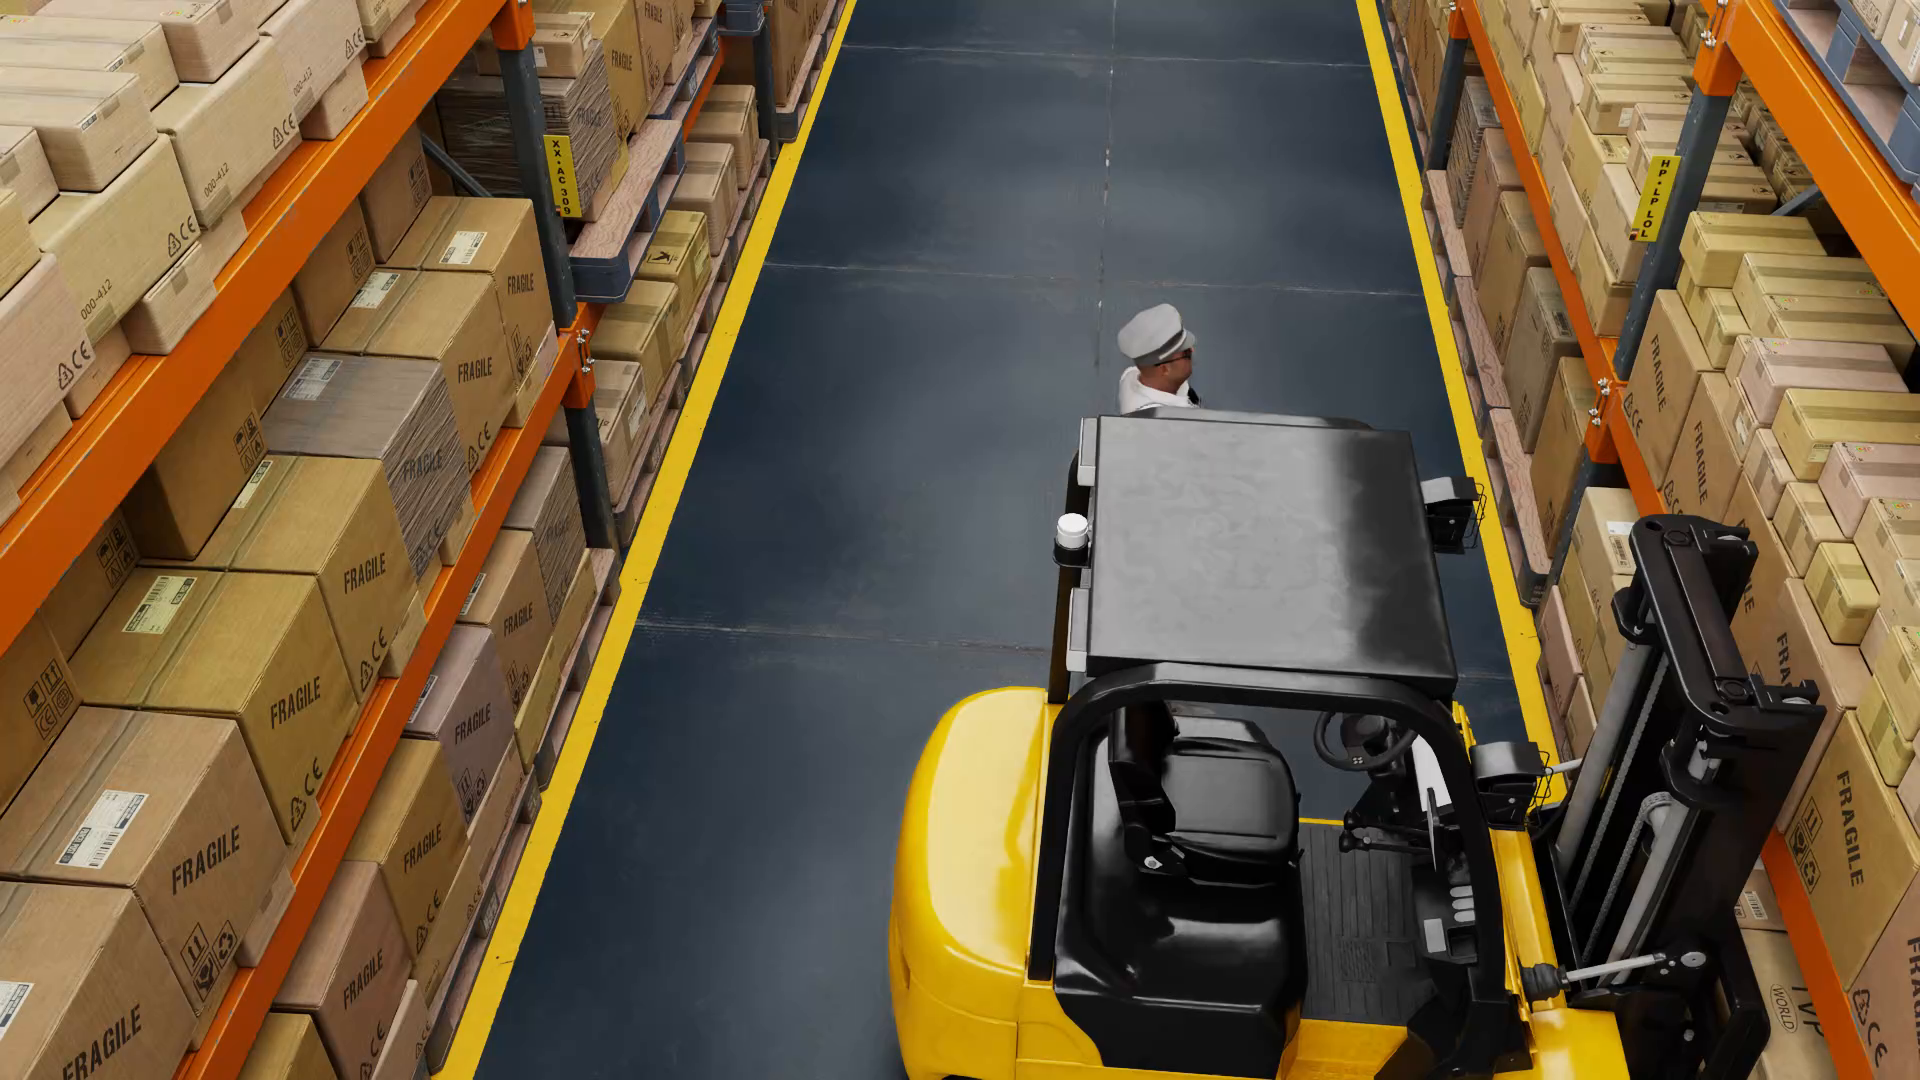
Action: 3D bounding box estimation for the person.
[{"bbox_3d":[0.818,-0.077,6.215,0.546,1.784,0.544,-2,40,-3],"label":"person"}]
